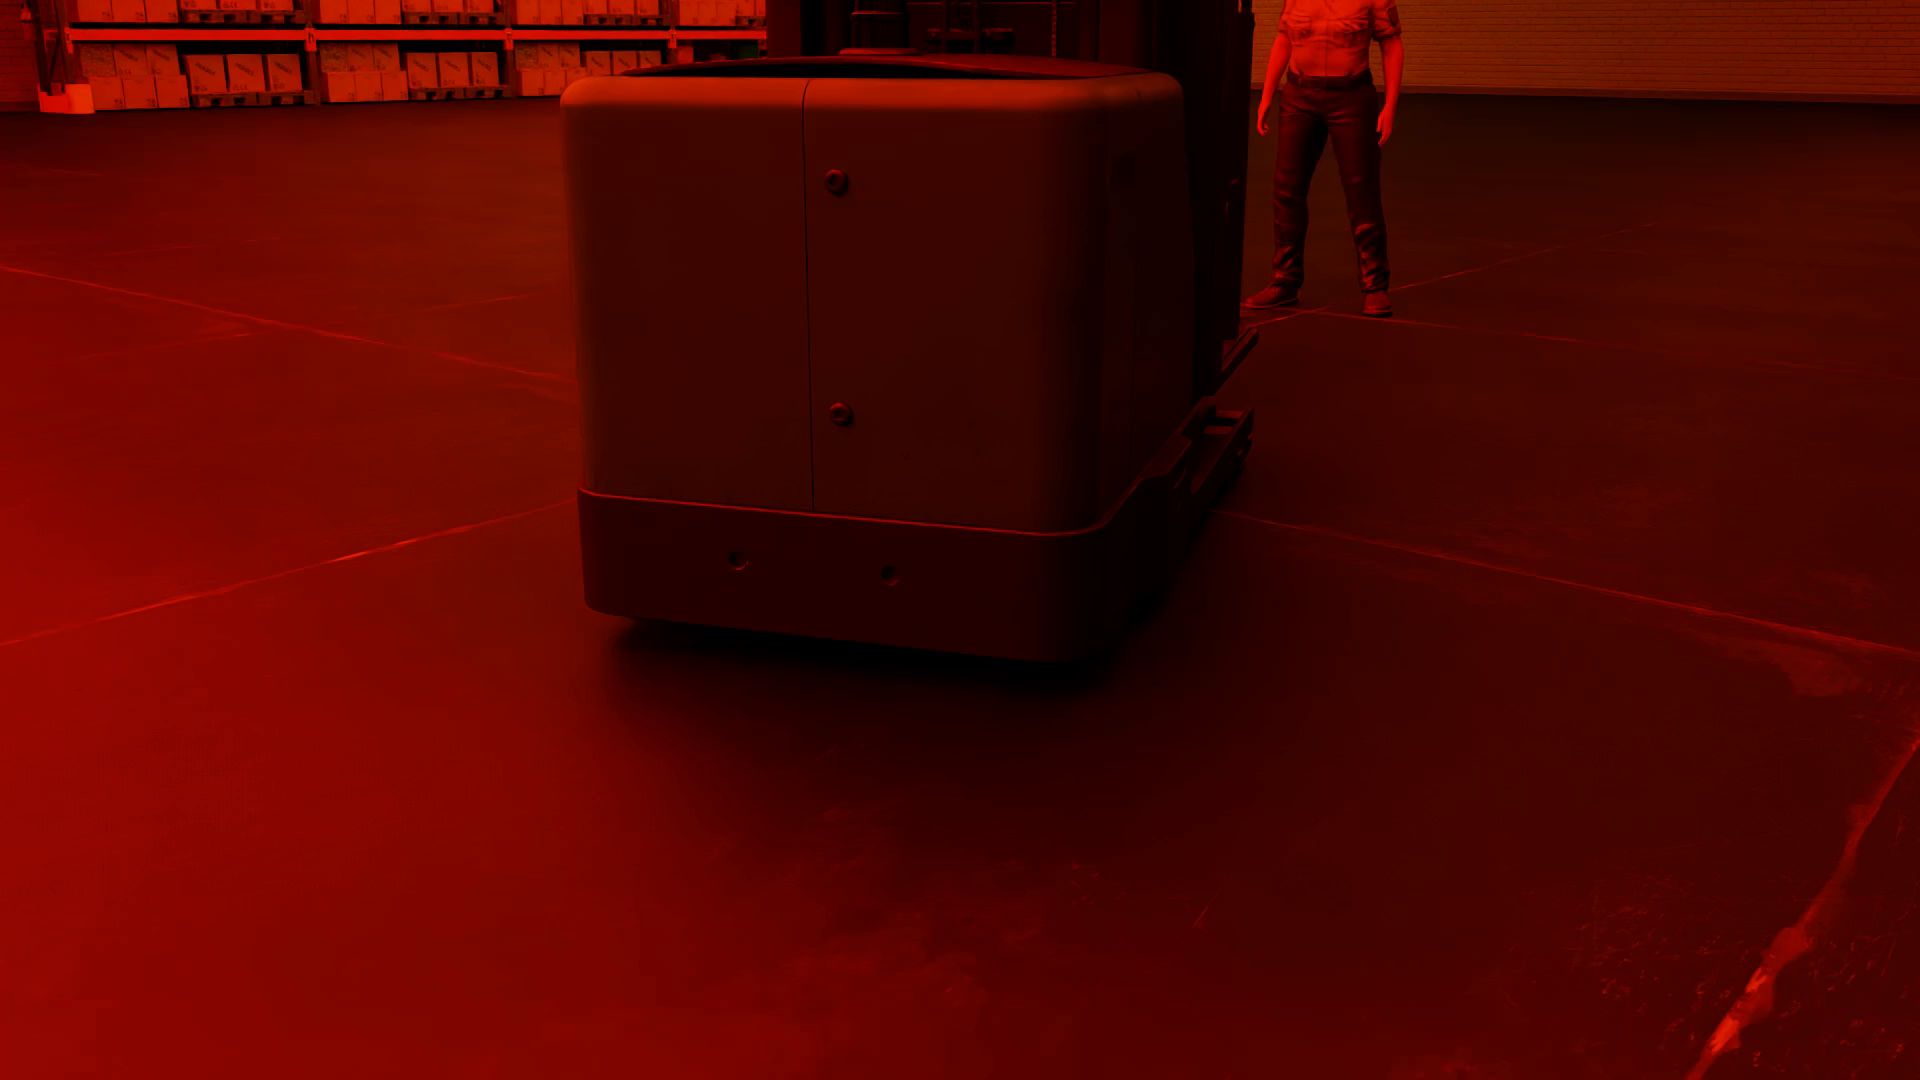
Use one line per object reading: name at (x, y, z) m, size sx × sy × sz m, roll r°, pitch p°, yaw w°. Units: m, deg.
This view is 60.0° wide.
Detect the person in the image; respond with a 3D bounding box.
person at (1.595, -1.804, 7.085) m, size 0.657 × 1.638 × 0.431 m, roll 9°, pitch 19°, yaw 27°

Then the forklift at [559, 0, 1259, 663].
forklift at (0.182, -1.571, 4.072) m, size 1.130 × 2.935 × 3.031 m, roll 5°, pitch 18°, yaw 17°
